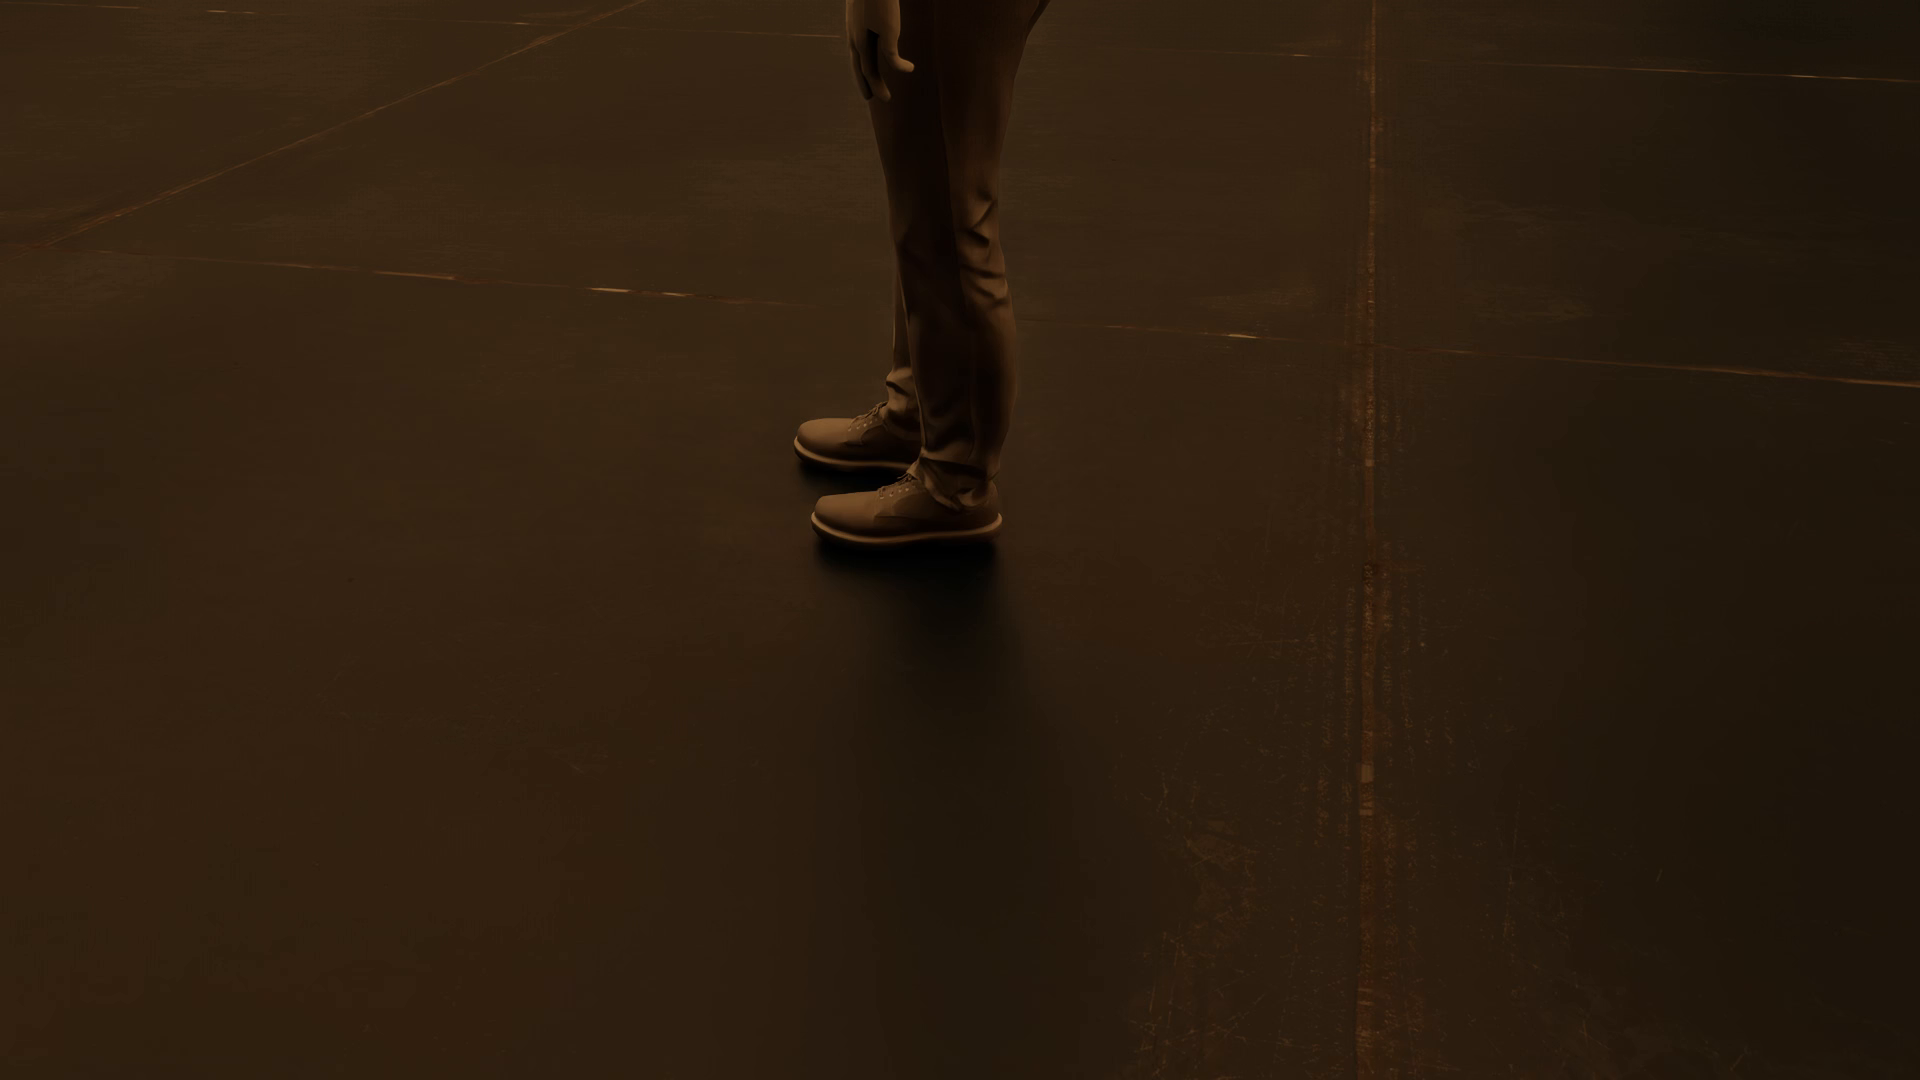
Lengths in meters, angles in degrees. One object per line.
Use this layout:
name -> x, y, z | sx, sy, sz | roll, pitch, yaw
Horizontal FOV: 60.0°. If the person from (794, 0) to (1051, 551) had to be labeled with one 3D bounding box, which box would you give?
person -> -0.066, -0.773, 2.135 | 0.530, 1.694, 0.586 | 6, 27, 11
